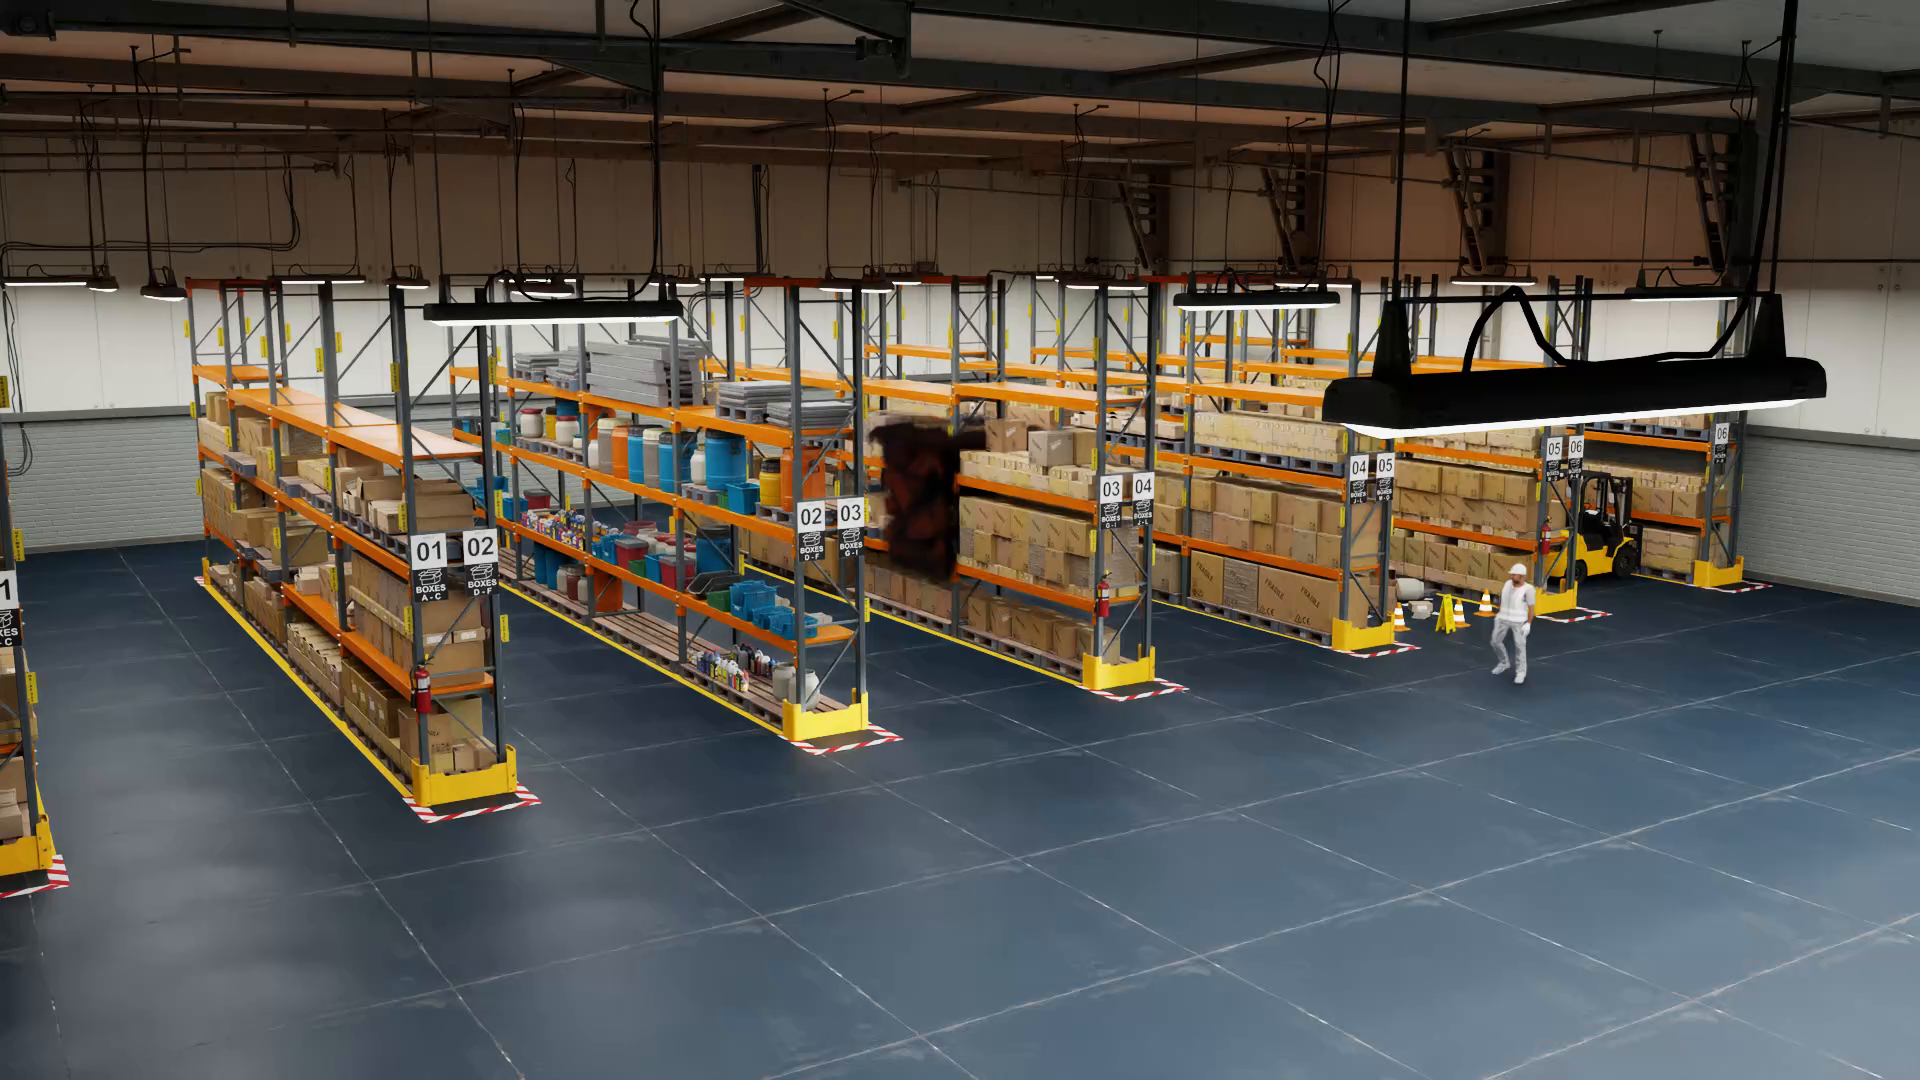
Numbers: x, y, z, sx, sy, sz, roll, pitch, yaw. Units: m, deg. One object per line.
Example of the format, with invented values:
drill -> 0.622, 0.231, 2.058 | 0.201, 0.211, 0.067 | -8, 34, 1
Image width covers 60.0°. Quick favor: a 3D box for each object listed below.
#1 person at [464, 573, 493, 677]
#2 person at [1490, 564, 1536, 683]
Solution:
person -> -7.287, 1.280, 25.121 | 0.617, 1.758, 0.725 | 6, 11, 32
person -> 8.388, 1.236, 25.222 | 0.635, 1.786, 0.490 | 9, 13, 42
